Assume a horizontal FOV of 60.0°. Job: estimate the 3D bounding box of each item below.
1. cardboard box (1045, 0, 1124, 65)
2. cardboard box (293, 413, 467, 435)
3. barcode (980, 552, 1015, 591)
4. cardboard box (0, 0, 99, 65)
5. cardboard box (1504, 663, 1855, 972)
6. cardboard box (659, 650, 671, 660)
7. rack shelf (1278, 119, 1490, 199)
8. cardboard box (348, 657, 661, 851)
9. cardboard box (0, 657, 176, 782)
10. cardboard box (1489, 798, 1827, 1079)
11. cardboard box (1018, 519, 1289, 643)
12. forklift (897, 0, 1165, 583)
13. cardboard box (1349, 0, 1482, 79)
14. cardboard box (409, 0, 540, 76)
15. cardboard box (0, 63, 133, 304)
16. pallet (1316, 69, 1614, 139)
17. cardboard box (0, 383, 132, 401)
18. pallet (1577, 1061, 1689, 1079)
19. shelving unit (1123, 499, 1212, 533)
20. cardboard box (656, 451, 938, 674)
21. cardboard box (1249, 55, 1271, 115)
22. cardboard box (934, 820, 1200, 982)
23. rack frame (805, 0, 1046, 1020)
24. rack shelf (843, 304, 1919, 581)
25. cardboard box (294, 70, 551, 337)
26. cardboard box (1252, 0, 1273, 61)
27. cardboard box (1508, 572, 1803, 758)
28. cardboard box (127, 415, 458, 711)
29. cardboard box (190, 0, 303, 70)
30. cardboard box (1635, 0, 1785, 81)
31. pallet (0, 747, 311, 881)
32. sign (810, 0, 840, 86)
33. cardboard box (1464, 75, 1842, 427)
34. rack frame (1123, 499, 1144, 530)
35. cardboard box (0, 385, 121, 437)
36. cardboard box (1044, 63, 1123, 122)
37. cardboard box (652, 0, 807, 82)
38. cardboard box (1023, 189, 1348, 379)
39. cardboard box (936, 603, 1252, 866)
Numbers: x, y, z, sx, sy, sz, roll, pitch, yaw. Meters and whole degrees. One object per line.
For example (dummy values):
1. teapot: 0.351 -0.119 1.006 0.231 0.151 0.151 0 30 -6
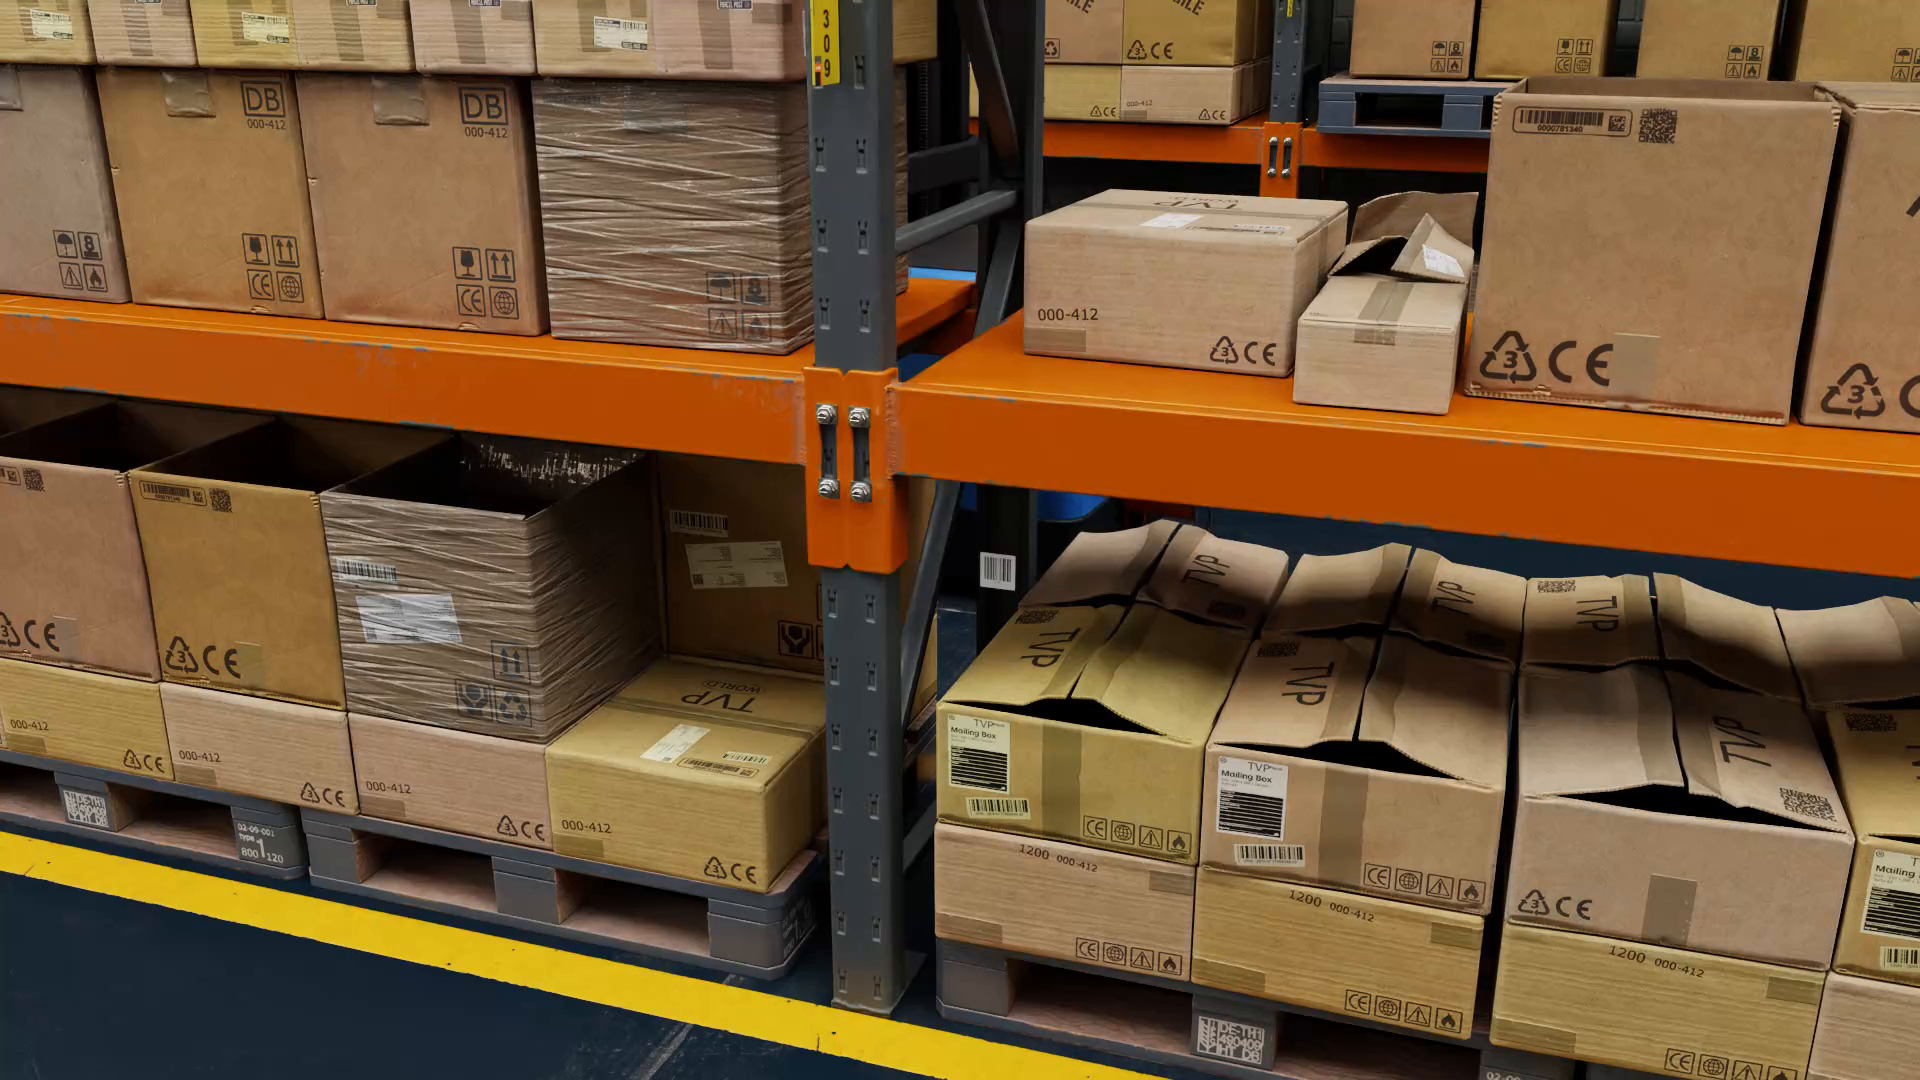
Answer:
1. cardboard box: 0.565 -2.460 7.634 0.500 0.500 0.500 6 20 18
2. cardboard box: -1.316 -0.129 4.289 0.500 0.500 0.500 7 20 18
3. barcode: 0.068 0.057 3.026 0.075 0.075 0.001 7 20 18
4. cardboard box: -1.814 -1.101 3.540 0.250 0.149 0.380 7 20 20
5. cardboard box: 1.233 0.449 2.918 0.500 0.311 0.500 6 20 16
6. cardboard box: -0.845 0.281 4.253 0.500 0.250 0.500 7 20 18
7. rack shelf: 3.475 -1.604 7.214 4.000 0.370 1.077 7 20 18
8. cardboard box: -1.015 0.442 3.792 0.500 0.250 0.500 7 20 18
9. cardboard box: -1.965 0.338 4.088 0.500 0.250 0.500 7 20 18
10. cardboard box: 1.236 0.712 3.016 0.500 0.250 0.500 6 20 16
11. cardboard box: 0.441 0.171 3.717 0.500 0.311 0.500 7 20 18
12. forklift: -0.776 -1.504 5.938 3.031 2.935 1.130 9 21 24
13. cardboard box: 2.056 -2.349 7.439 0.500 0.500 0.700 7 20 18
14. cardboard box: -0.844 -0.990 3.223 0.250 0.149 0.380 6 20 16
15. cardboard box: -1.914 -0.878 3.885 0.500 0.500 0.700 7 20 20
16. pallet: 2.260 -1.942 7.381 1.213 0.211 1.003 7 20 18
17. cardboard box: -2.261 -0.237 4.598 0.500 0.500 0.500 7 20 18
18. pallet: 1.829 0.896 3.185 1.213 0.211 1.003 7 20 18
19. shelving unit: 0.713 -0.386 5.588 0.252 1.050 0.215 9 21 24
20. cardboard box: -0.371 -0.021 3.979 0.500 0.500 0.500 7 20 18
21. cardboard box: 1.213 -2.216 8.074 0.500 0.250 0.500 7 20 19
22. cardboard box: 0.264 0.601 3.333 0.500 0.250 0.500 6 20 17
23. rack frame: -0.036 -0.619 3.296 0.127 3.000 1.000 7 20 18
24. rack shelf: 1.853 -0.064 2.794 4.000 0.370 1.077 7 20 18
25. cardboard box: -0.958 -0.767 3.569 0.500 0.500 0.700 6 20 17
26. cardboard box: 1.211 -2.568 7.945 0.500 0.500 0.500 6 20 17
27. cardboard box: 1.405 0.279 3.405 0.500 0.311 0.500 6 20 18
28. cardboard box: -1.488 0.034 3.821 0.500 0.500 0.500 7 20 18
29. cardboard box: -1.324 -1.046 3.383 0.250 0.149 0.380 6 20 18
30. cardboard box: 3.213 -2.225 7.083 0.500 0.500 0.700 10 21 26
31. pallet: -1.930 0.467 4.415 1.213 0.211 1.003 7 20 18
32. sign: -0.217 -0.893 2.645 0.005 0.325 0.100 7 20 18
33. cardboard box: 1.182 -0.522 2.864 0.500 0.500 0.500 8 21 22
34. rack frame: 0.603 -0.403 5.637 0.008 1.050 0.200 9 21 24
35. cardboard box: -2.431 -0.075 4.134 0.500 0.500 0.500 7 20 18
36. cardboard box: 0.571 -2.112 7.775 0.500 0.250 0.500 7 20 18
37. cardboard box: -0.363 -0.936 3.066 0.250 0.149 0.380 7 20 18
38. cardboard box: 0.443 -0.509 3.207 0.500 0.250 0.500 8 21 21
39. cardboard box: 0.273 0.338 3.237 0.500 0.311 0.500 7 20 18
